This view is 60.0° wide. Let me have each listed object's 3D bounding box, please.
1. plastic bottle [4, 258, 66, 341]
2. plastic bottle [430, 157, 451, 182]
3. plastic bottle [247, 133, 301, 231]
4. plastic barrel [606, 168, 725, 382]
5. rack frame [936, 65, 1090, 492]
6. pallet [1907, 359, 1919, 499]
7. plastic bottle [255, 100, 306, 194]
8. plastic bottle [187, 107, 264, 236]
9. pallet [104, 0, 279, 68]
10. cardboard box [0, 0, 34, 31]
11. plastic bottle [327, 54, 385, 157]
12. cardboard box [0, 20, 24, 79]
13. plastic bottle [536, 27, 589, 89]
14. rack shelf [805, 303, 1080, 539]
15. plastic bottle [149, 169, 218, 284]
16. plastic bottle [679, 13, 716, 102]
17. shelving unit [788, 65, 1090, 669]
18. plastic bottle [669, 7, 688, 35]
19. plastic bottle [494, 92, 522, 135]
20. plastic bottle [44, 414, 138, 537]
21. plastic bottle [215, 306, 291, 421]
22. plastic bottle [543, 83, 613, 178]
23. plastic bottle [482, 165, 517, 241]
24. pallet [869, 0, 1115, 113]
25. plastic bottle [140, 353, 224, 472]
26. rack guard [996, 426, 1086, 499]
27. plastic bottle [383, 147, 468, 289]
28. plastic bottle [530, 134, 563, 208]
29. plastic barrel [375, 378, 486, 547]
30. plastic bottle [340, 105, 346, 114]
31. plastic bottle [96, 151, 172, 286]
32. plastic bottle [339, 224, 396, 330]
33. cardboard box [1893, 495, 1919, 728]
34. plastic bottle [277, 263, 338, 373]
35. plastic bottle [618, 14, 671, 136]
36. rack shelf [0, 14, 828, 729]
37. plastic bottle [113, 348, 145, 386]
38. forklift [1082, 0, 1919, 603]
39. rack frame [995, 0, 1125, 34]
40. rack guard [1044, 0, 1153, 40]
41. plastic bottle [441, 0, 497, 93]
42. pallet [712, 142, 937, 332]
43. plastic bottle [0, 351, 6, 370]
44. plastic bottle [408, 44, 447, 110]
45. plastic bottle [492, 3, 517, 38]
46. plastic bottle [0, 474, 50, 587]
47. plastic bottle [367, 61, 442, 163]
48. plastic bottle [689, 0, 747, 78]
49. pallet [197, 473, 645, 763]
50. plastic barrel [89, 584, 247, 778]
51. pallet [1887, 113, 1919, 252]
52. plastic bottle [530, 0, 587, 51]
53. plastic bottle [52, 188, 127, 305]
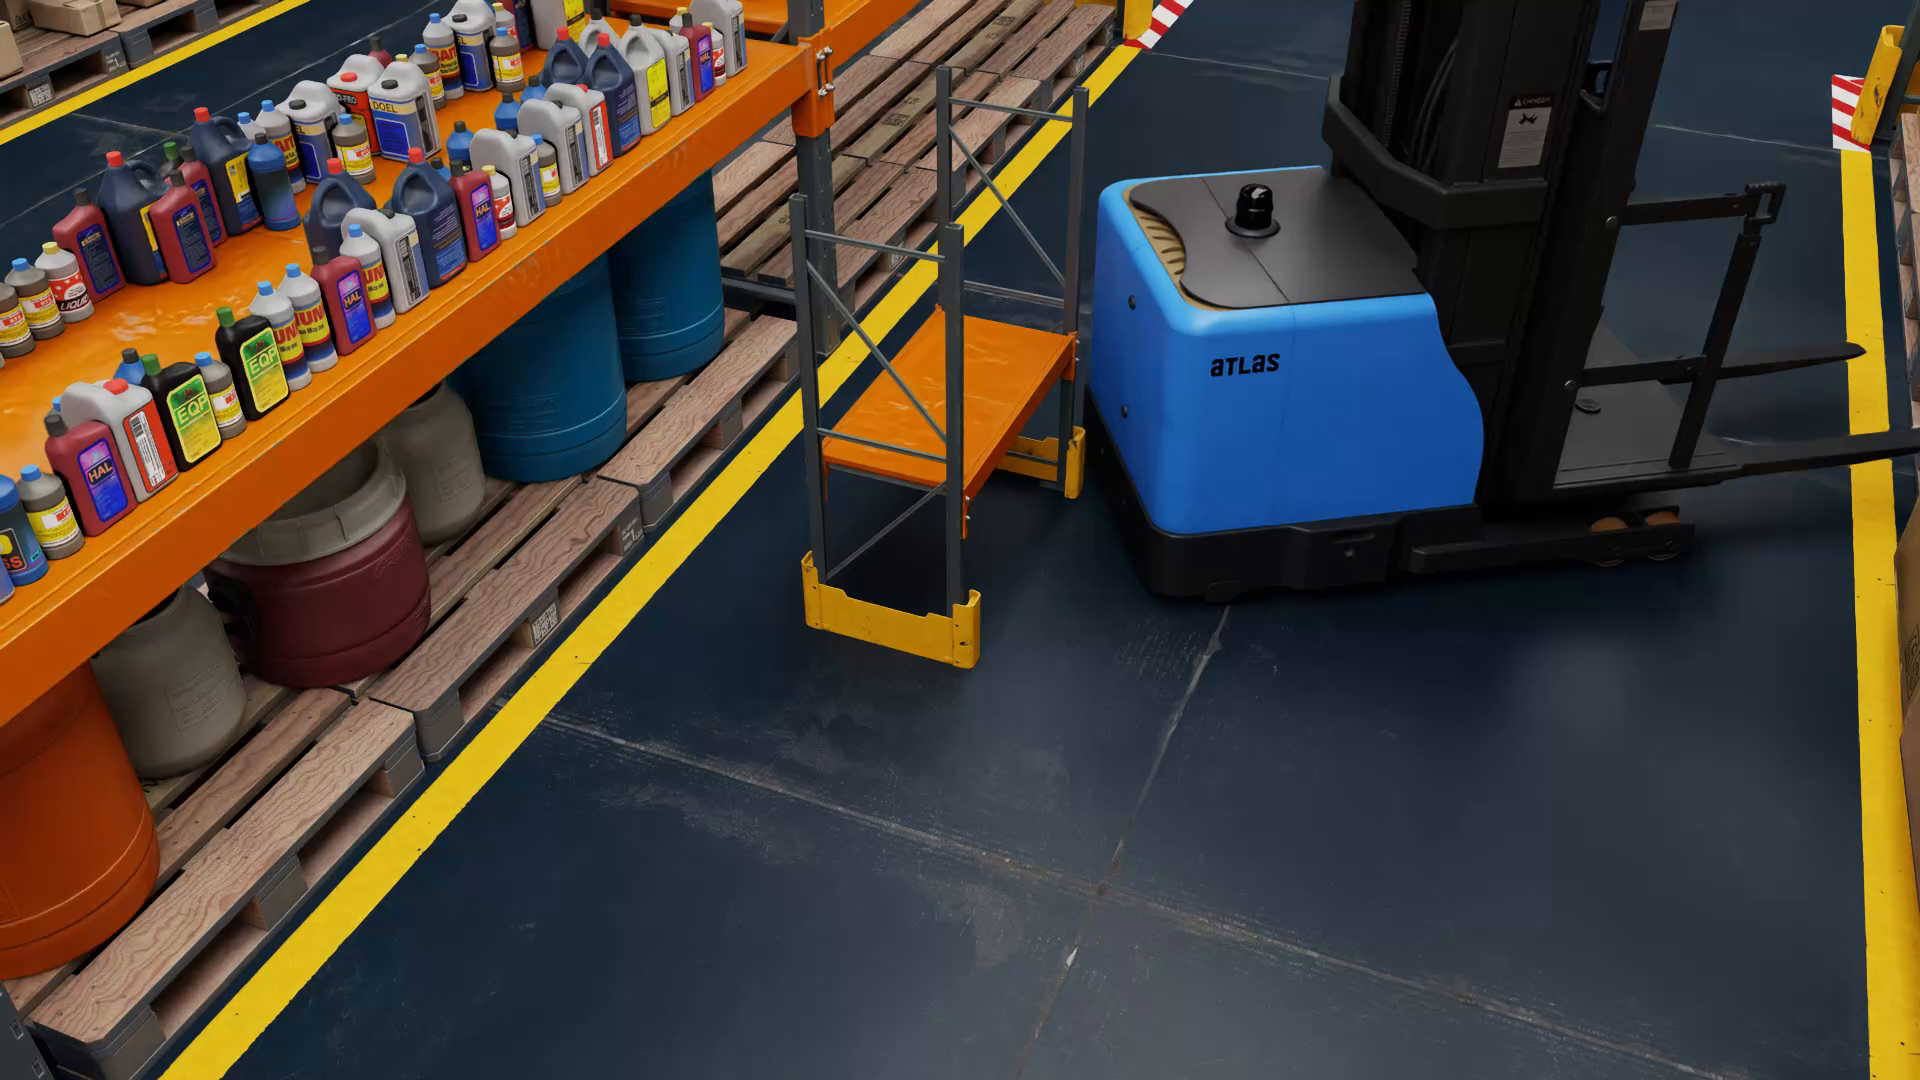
[{"bbox_3d":[-2.365,-0.620,4.240,0.097,0.201,0.097,0,37,0],"label":"plastic bottle"},{"bbox_3d":[-1.420,-0.924,4.588,0.097,0.271,0.097,0,37,0],"label":"plastic bottle"},{"bbox_3d":[-1.952,-1.022,4.719,0.097,0.271,0.097,0,37,0],"label":"plastic bottle"},{"bbox_3d":[-1.196,-1.113,6.135,0.600,0.901,0.708,14,39,18],"label":"plastic barrel"},{"bbox_3d":[0.161,-0.835,5.614,0.500,1.500,0.032,14,39,18],"label":"rack frame"},{"bbox_3d":[3.969,-0.240,5.895,1.003,0.211,1.213,14,39,18],"label":"pallet"},{"bbox_3d":[-2.012,-1.162,4.907,0.097,0.271,0.097,0,37,0],"label":"plastic bottle"},{"bbox_3d":[-2.081,-1.057,4.699,0.144,0.351,0.185,14,39,18],"label":"plastic bottle"},{"bbox_3d":[-4.828,-3.153,9.793,1.003,0.211,1.213,14,39,18],"label":"pallet"},{"bbox_3d":[-5.313,-3.107,9.280,0.500,0.311,0.500,14,39,18],"label":"cardboard box"},{"bbox_3d":[-1.854,-1.350,5.155,0.152,0.276,0.135,14,39,18],"label":"plastic bottle"},{"bbox_3d":[-5.193,-2.495,8.461,0.500,0.311,0.500,14,39,18],"label":"cardboard box"},{"bbox_3d":[-1.224,-1.410,5.171,0.144,0.351,0.185,14,39,18],"label":"plastic bottle"},{"bbox_3d":[-0.032,-0.409,5.345,0.538,0.185,1.000,14,39,18],"label":"rack shelf"},{"bbox_3d":[-2.097,-0.844,4.472,0.061,0.283,0.133,14,39,18],"label":"plastic bottle"},{"bbox_3d":[-0.870,-1.605,5.489,0.061,0.283,0.133,14,39,18],"label":"plastic bottle"},{"bbox_3d":[-0.029,-0.559,5.245,0.587,1.500,1.083,14,39,18],"label":"shelving unit"},{"bbox_3d":[-0.947,-1.729,5.724,0.097,0.201,0.097,0,37,0],"label":"plastic bottle"},{"bbox_3d":[-1.329,-1.201,4.959,0.097,0.271,0.097,0,37,0],"label":"plastic bottle"},{"bbox_3d":[-1.864,-0.158,3.554,0.061,0.283,0.133,14,39,18],"label":"plastic bottle"},{"bbox_3d":[-1.675,-0.434,3.923,0.061,0.283,0.133,14,39,18],"label":"plastic bottle"},{"bbox_3d":[-1.155,-1.259,5.033,0.152,0.276,0.135,14,39,18],"label":"plastic bottle"},{"bbox_3d":[-1.313,-0.956,4.689,0.097,0.201,0.097,0,37,0],"label":"plastic bottle"},{"bbox_3d":[0.199,-2.732,9.229,1.003,0.211,1.213,14,39,18],"label":"pallet"},{"bbox_3d":[-1.762,-0.307,3.752,0.061,0.283,0.133,14,39,18],"label":"plastic bottle"},{"bbox_3d":[0.160,-0.334,5.988,0.587,0.250,0.087,14,39,18],"label":"rack guard"},{"bbox_3d":[-1.439,-0.869,4.449,0.144,0.351,0.185,14,39,18],"label":"plastic bottle"},{"bbox_3d":[-1.225,-1.084,4.861,0.097,0.201,0.097,0,37,0],"label":"plastic bottle"},{"bbox_3d":[-1.763,-0.272,5.336,0.421,0.512,0.421,0,37,0],"label":"plastic barrel"},{"bbox_3d":[-1.923,-1.263,5.100,0.097,0.201,0.097,0,37,0],"label":"plastic bottle"},{"bbox_3d":[-2.202,-0.880,4.464,0.144,0.351,0.185,14,39,18],"label":"plastic bottle"},{"bbox_3d":[-1.523,-0.679,4.261,0.097,0.271,0.097,0,37,0],"label":"plastic bottle"},{"bbox_3d":[3.382,0.088,4.551,1.225,0.875,0.875,14,39,18],"label":"cardboard box"},{"bbox_3d":[-1.611,-0.552,4.090,0.097,0.271,0.097,0,37,0],"label":"plastic bottle"},{"bbox_3d":[-1.020,-1.479,5.264,0.144,0.351,0.185,14,39,18],"label":"plastic bottle"},{"bbox_3d":[-1.734,-0.687,4.764,1.077,0.370,4.000,14,39,18],"label":"rack shelf"},{"bbox_3d":[-1.842,-0.310,3.767,0.097,0.271,0.097,0,37,0],"label":"plastic bottle"},{"bbox_3d":[2.016,-1.391,5.162,3.031,2.935,1.130,-6,37,-8],"label":"forklift"},{"bbox_3d":[0.549,-4.297,8.993,1.000,3.000,0.127,14,39,18],"label":"rack frame"},{"bbox_3d":[0.546,-3.312,9.763,1.175,0.500,0.348,14,39,18],"label":"rack guard"},{"bbox_3d":[-1.641,-1.660,5.570,0.152,0.276,0.135,14,39,18],"label":"plastic bottle"},{"bbox_3d":[-0.729,-1.381,7.422,1.003,0.211,1.213,14,39,18],"label":"pallet"},{"bbox_3d":[-2.439,-0.540,4.075,0.097,0.271,0.097,0,37,0],"label":"plastic bottle"},{"bbox_3d":[-1.747,-1.519,5.442,0.097,0.201,0.097,0,37,0],"label":"plastic bottle"},{"bbox_3d":[-1.585,-1.755,5.758,0.097,0.201,0.097,0,37,0],"label":"plastic bottle"},{"bbox_3d":[-1.962,-0.040,3.405,0.097,0.271,0.097,0,37,0],"label":"plastic bottle"},{"bbox_3d":[-1.713,-1.316,5.108,0.152,0.276,0.135,14,39,18],"label":"plastic bottle"},{"bbox_3d":[-0.824,-1.741,5.677,0.152,0.276,0.135,14,39,18],"label":"plastic bottle"},{"bbox_3d":[-1.768,0.130,5.399,1.003,0.211,1.213,14,39,18],"label":"pallet"},{"bbox_3d":[-2.193,0.353,4.500,0.421,0.512,0.421,0,37,0],"label":"plastic barrel"},{"bbox_3d":[4.897,-1.591,7.702,1.003,0.211,1.213,14,39,18],"label":"pallet"},{"bbox_3d":[-1.422,-1.919,5.853,0.144,0.351,0.185,14,39,18],"label":"plastic bottle"},{"bbox_3d":[-2.301,-0.775,4.379,0.061,0.283,0.133,14,39,18],"label":"plastic bottle"}]
